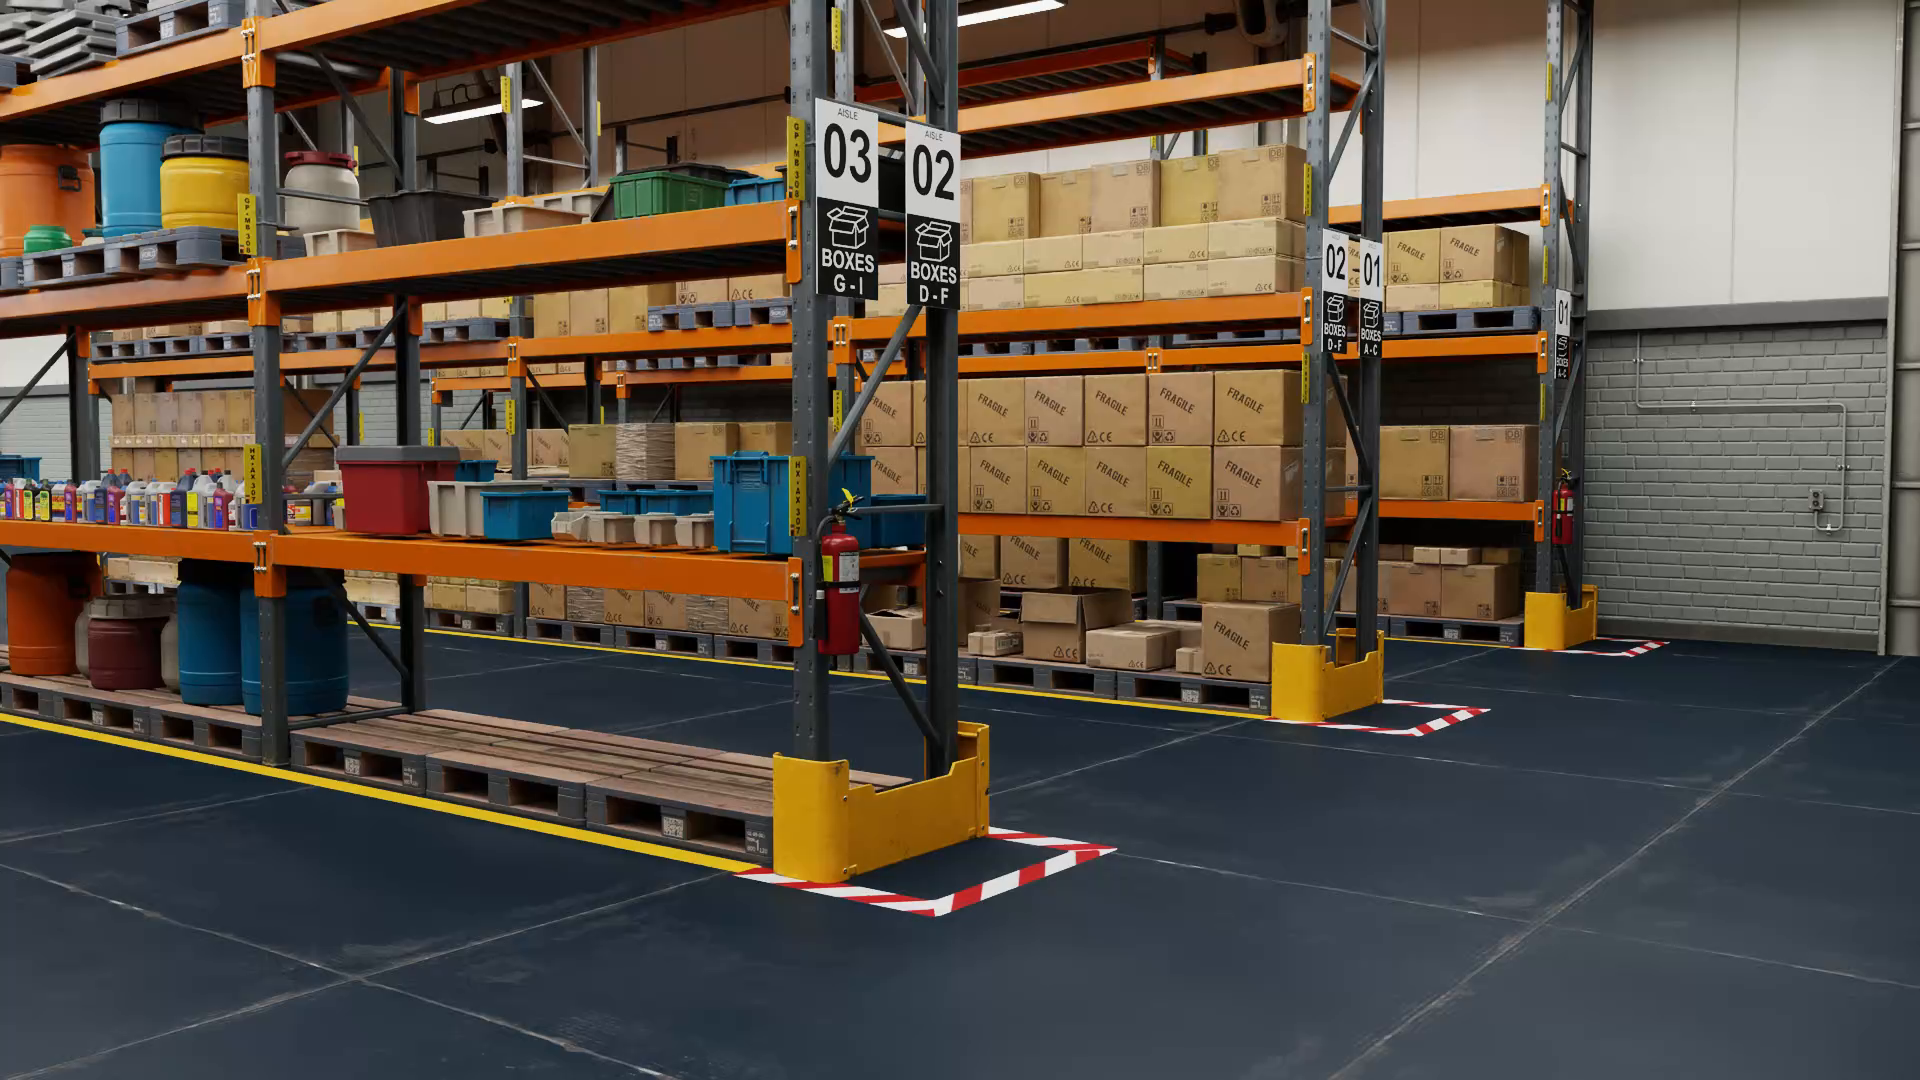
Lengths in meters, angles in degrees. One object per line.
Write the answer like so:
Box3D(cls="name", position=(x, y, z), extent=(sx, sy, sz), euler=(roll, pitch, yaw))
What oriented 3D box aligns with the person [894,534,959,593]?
Box3D(cls="person", position=(-0.448, 0.255, 17.751), extent=(0.950, 1.124, 0.562), euler=(2, 4, 34))
